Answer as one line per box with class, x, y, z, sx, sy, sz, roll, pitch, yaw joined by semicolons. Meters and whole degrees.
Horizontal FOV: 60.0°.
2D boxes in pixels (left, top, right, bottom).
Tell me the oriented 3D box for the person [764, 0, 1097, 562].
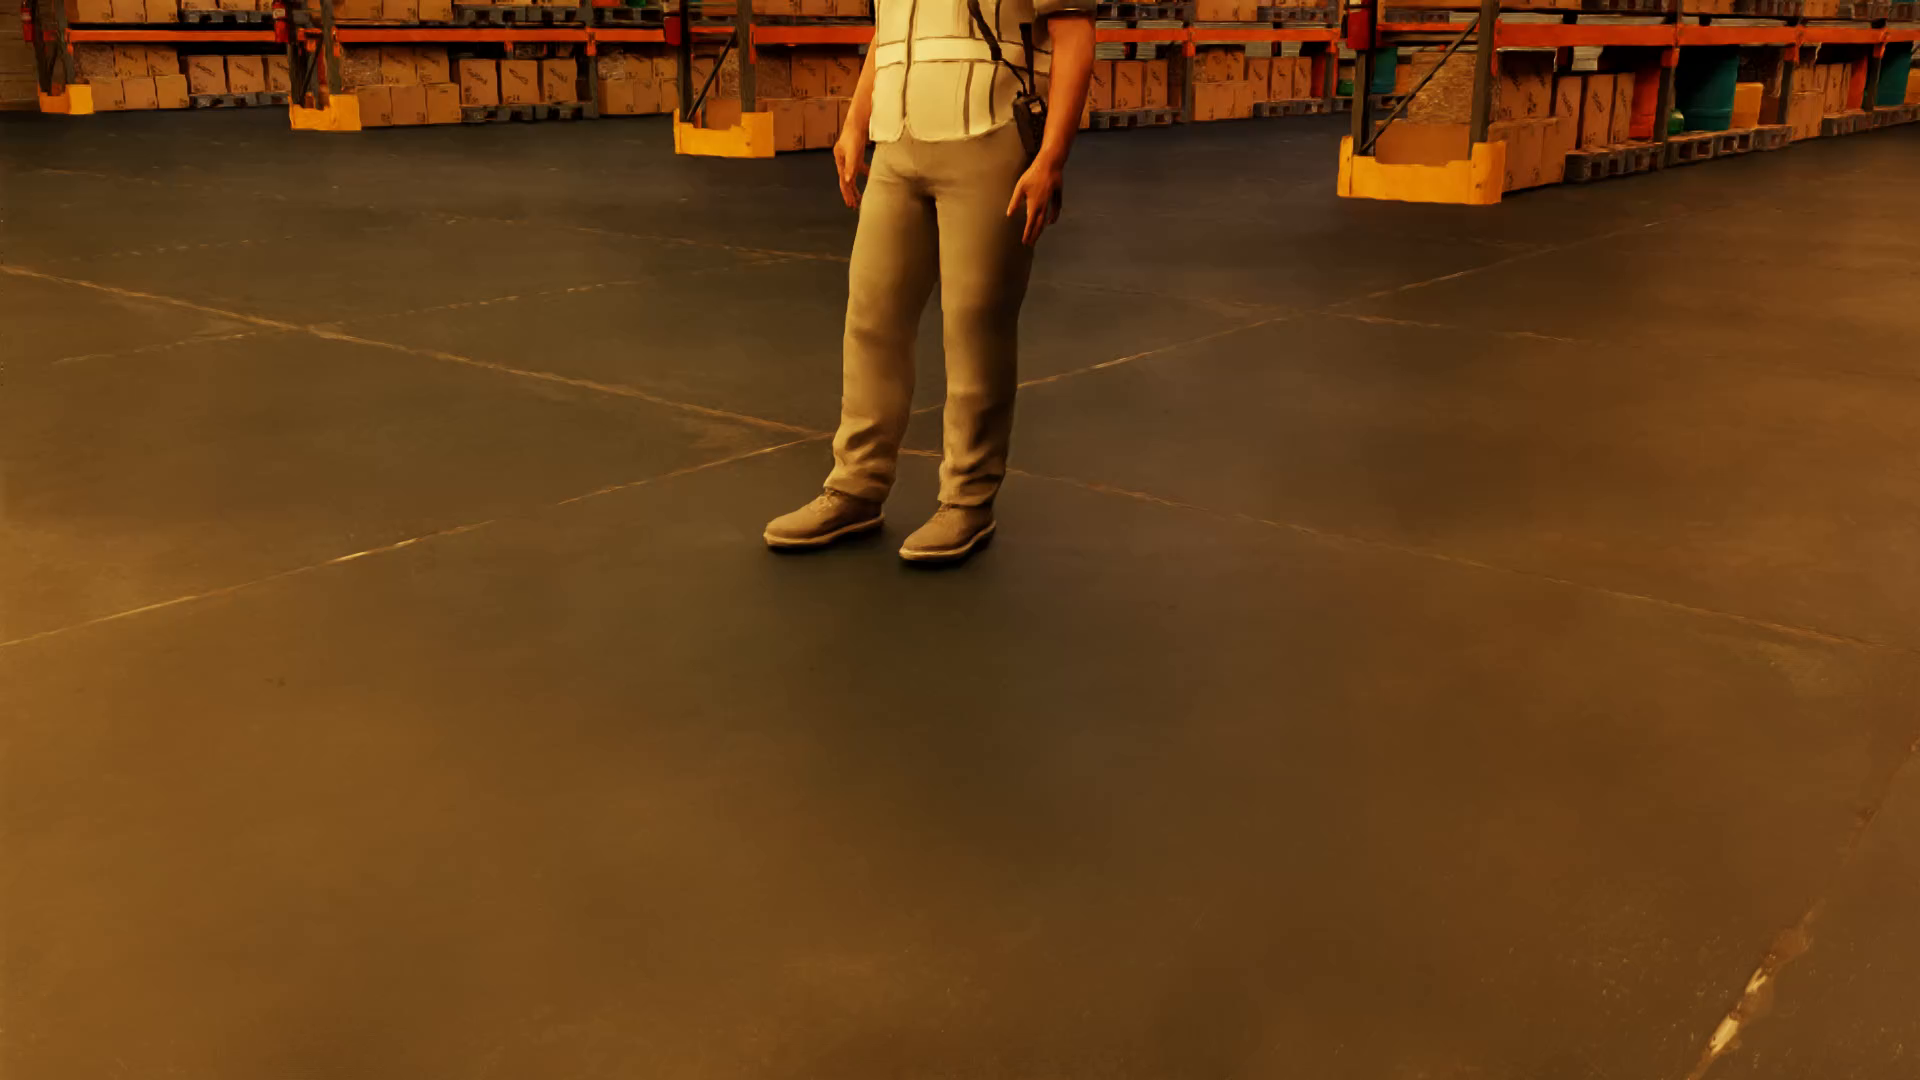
person;-0.059;-0.845;3.630;0.640;1.781;0.574;13;21;37
